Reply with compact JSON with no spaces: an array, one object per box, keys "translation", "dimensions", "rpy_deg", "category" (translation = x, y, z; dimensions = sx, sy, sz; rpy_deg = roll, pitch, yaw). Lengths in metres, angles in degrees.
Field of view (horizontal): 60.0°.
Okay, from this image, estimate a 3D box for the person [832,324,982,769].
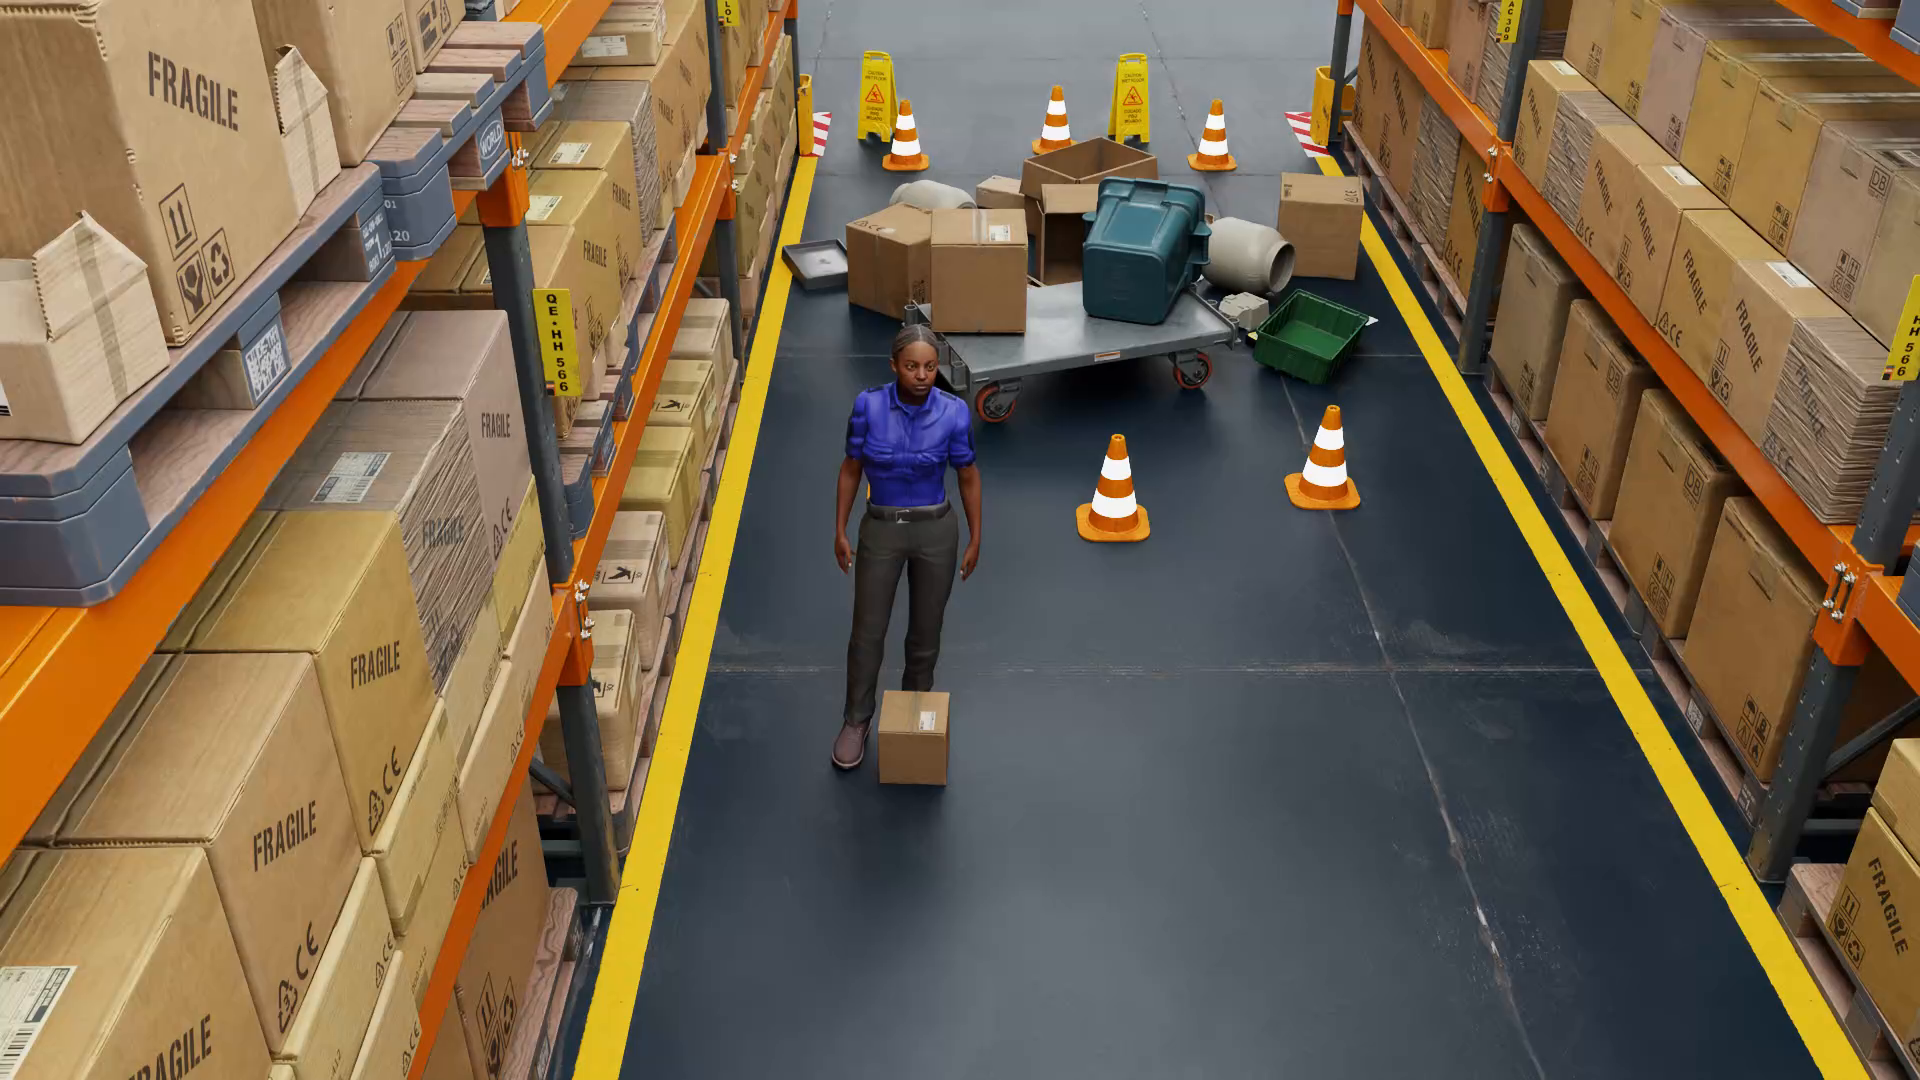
[{"translation":[-0.204,0.040,6.059],"dimensions":[0.570,1.657,0.502],"rpy_deg":[0,32,0],"category":"person"}]
